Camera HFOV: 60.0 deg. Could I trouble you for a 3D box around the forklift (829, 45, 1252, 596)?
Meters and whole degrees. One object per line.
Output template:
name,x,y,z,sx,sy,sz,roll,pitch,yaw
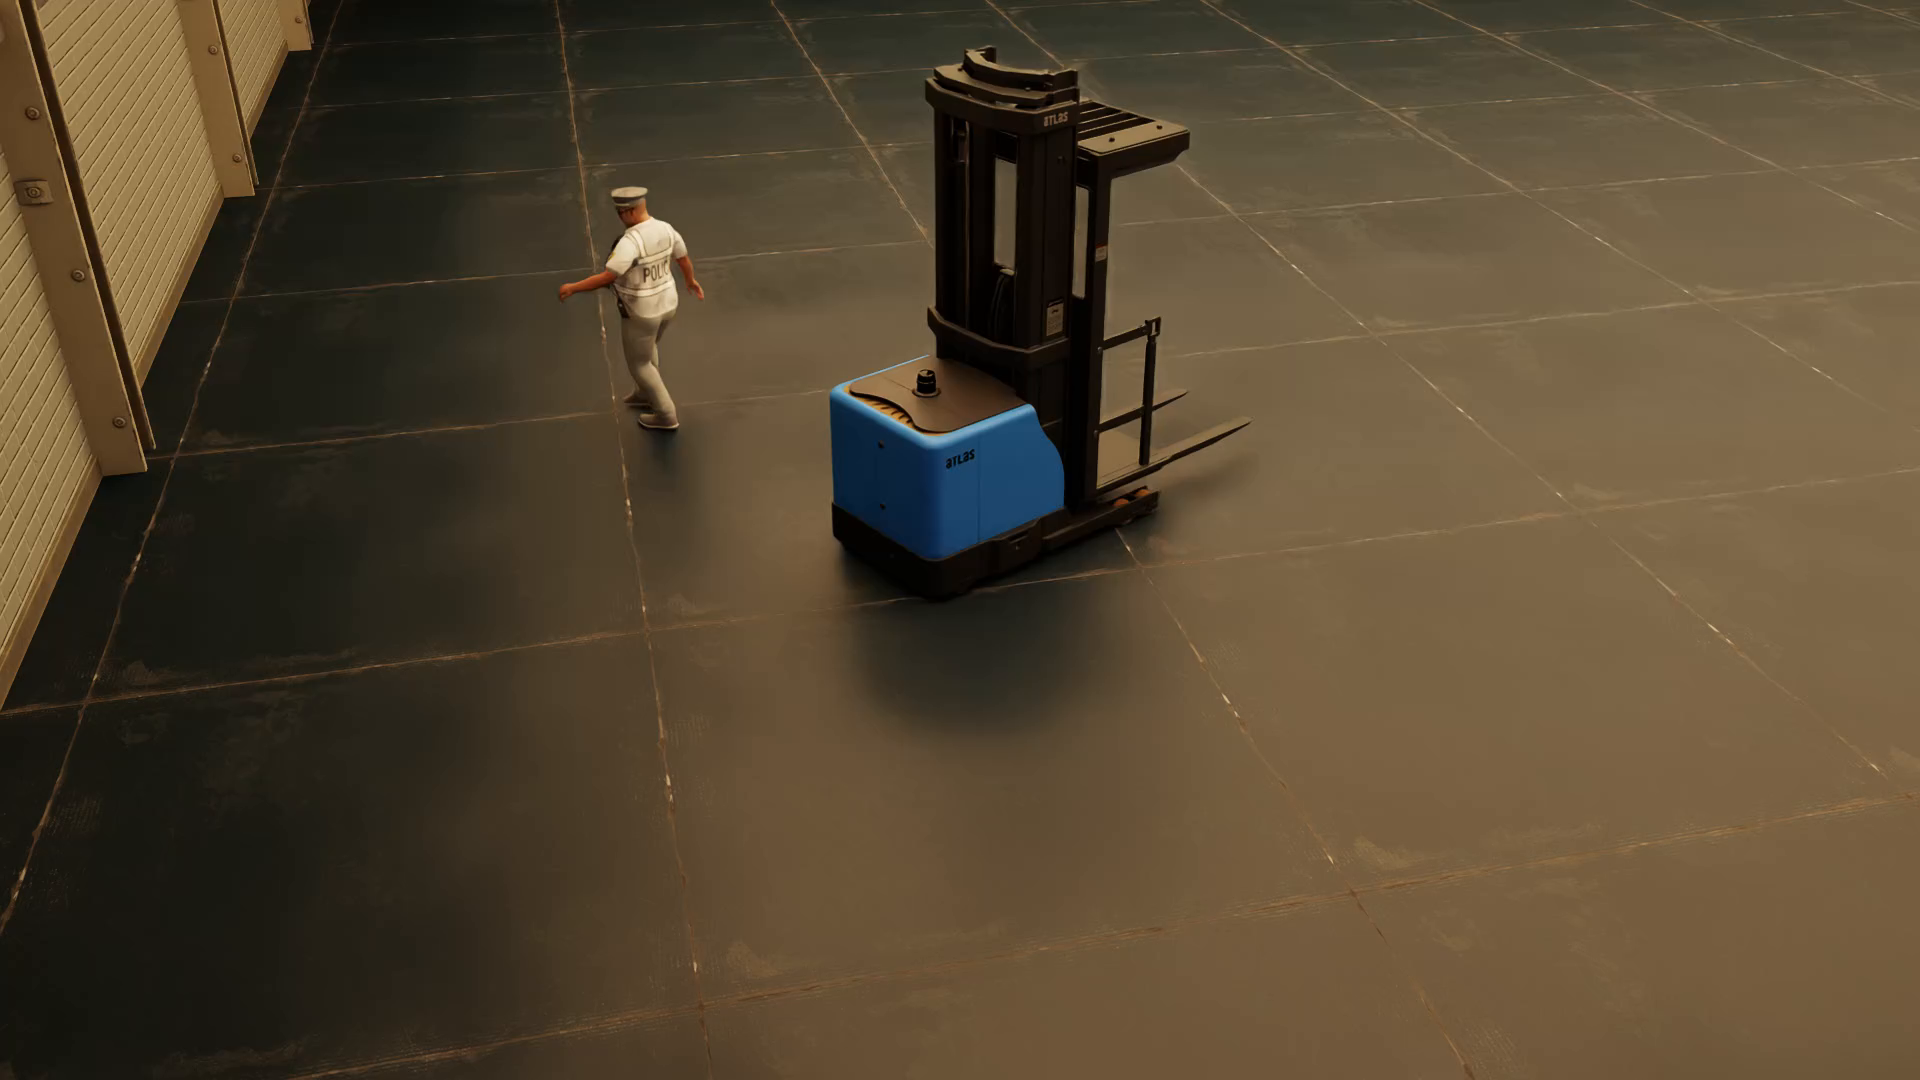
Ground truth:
forklift,0.654,-1.546,10.244,3.031,2.935,1.130,-23,37,-34

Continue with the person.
person,-2.259,-1.639,11.662,0.701,1.756,1.011,16,34,26
